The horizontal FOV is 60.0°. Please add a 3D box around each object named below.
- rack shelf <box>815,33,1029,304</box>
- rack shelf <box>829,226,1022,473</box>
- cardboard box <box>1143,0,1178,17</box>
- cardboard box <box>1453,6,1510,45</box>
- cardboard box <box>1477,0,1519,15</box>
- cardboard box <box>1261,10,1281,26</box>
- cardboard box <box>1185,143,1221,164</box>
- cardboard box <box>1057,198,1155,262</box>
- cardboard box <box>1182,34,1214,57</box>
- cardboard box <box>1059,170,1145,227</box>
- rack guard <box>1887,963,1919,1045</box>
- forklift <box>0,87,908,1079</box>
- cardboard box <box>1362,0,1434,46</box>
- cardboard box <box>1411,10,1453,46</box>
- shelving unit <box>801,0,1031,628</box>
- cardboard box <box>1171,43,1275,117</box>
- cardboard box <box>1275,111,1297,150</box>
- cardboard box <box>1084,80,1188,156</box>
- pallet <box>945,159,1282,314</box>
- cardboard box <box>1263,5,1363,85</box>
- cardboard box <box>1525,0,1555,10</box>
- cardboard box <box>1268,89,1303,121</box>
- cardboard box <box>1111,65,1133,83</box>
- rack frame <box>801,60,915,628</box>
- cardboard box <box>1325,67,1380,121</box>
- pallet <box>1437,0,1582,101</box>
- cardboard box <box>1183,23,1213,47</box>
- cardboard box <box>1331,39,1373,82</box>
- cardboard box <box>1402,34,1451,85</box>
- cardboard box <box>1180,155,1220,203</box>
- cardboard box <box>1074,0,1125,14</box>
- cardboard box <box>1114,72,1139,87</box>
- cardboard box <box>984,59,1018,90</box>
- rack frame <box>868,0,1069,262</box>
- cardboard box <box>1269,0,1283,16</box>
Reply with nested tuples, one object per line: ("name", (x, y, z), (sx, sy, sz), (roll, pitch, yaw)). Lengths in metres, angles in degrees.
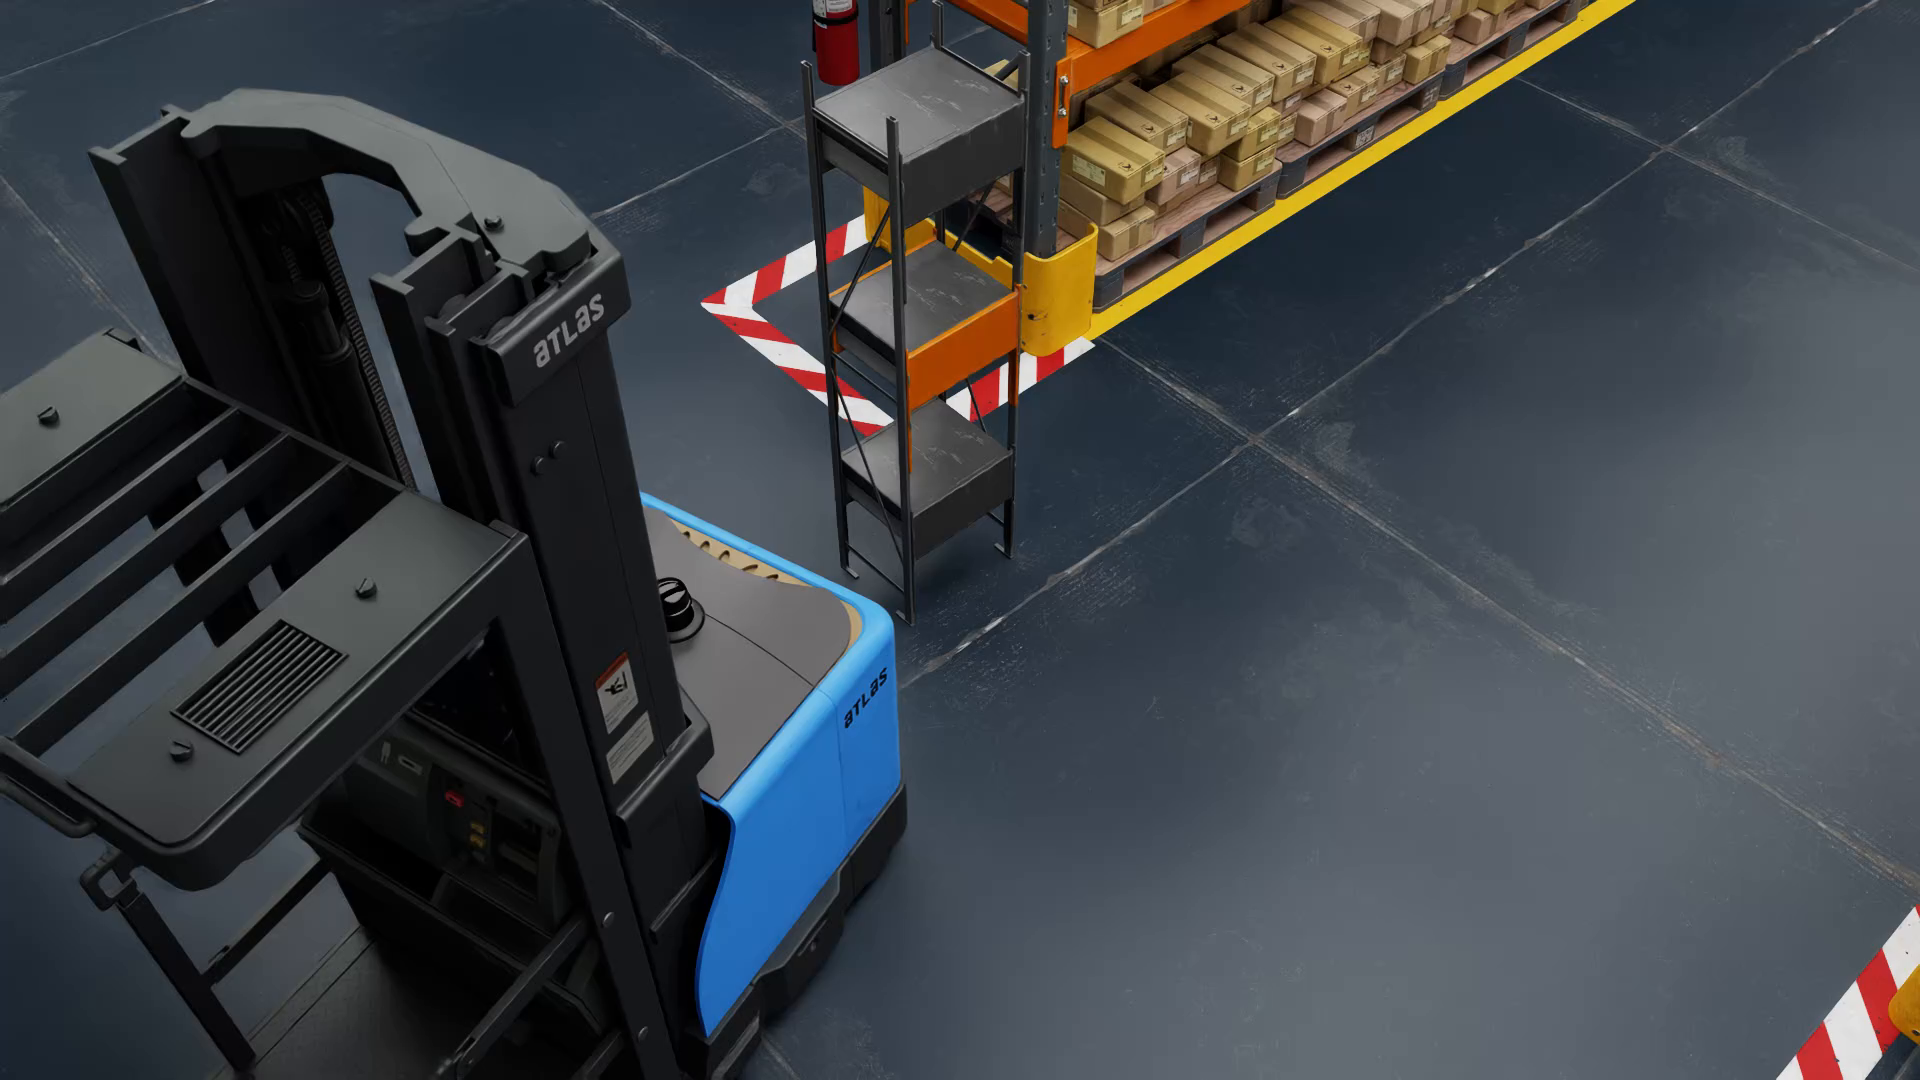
("rack shelf", (-0.122, -1.096, 4.898), (0.480, 0.518, 0.431), (-34, 56, -27))
("rack shelf", (-0.122, -0.621, 5.413), (0.480, 0.518, 0.431), (-34, 56, -27))
("cardboard box", (0.630, -2.173, 6.385), (0.250, 0.149, 0.380), (-32, 55, -26))
("cardboard box", (2.508, -2.653, 8.311), (0.250, 0.149, 0.380), (-36, 57, -28))
("cardboard box", (2.572, -2.771, 8.217), (0.250, 0.149, 0.380), (-36, 57, -28))
("cardboard box", (1.353, -2.609, 8.068), (0.250, 0.149, 0.380), (-33, 55, -27))
("cardboard box", (0.932, -1.797, 7.319), (0.250, 0.149, 0.380), (-33, 55, -27))
("cardboard box", (0.613, -1.388, 7.144), (0.250, 0.149, 0.380), (-33, 55, -26))
("cardboard box", (0.966, -2.341, 7.821), (0.250, 0.149, 0.380), (-33, 55, -27))
("cardboard box", (0.570, -1.524, 7.067), (0.250, 0.149, 0.380), (-32, 55, -26))
("rack guard", (3.254, 1.479, 4.545), (0.348, 0.500, 1.175), (-34, 56, -27))
("forklift", (-1.367, 0.672, 3.635), (1.130, 2.935, 3.031), (24, 52, 21))
("cardboard box", (1.966, -2.480, 7.747), (0.250, 0.149, 0.380), (-36, 57, -28))
("cardboard box", (2.145, -2.563, 8.026), (0.250, 0.149, 0.380), (-32, 55, -26))
("shelving unit", (-0.122, -0.630, 5.403), (0.503, 2.100, 0.431), (-34, 56, -27))
("cardboard box", (1.149, -2.004, 7.307), (0.380, 0.149, 0.250), (36, 57, 29))
("cardboard box", (1.318, -1.933, 7.647), (0.250, 0.149, 0.380), (-34, 56, -27))
("cardboard box", (0.749, -1.781, 7.102), (0.250, 0.149, 0.380), (-33, 55, -27))
("pallet", (0.691, -1.602, 7.585), (1.213, 0.211, 1.003), (-34, 56, -27))
("cardboard box", (1.586, -2.241, 7.526), (0.250, 0.149, 0.380), (-33, 55, -27))
("cardboard box", (2.908, -2.902, 8.541), (0.250, 0.149, 0.380), (-33, 55, -27))
("cardboard box", (1.327, -2.048, 7.550), (0.380, 0.149, 0.250), (36, 57, 29))
("cardboard box", (0.562, -2.195, 7.483), (0.250, 0.149, 0.380), (-35, 56, -28))
("rack frame", (-0.303, -0.510, 5.291), (0.015, 2.100, 0.400), (-34, 56, -27))
("cardboard box", (1.748, -2.160, 7.856), (0.250, 0.149, 0.380), (-34, 56, -27))
("pallet", (2.496, -2.808, 8.698), (1.213, 0.211, 1.003), (-34, 56, -27))
("cardboard box", (0.957, -2.451, 7.720), (0.250, 0.149, 0.380), (-32, 55, -26))
("cardboard box", (1.707, -2.333, 7.813), (0.250, 0.149, 0.380), (-31, 55, -26))
("cardboard box", (2.143, -2.390, 8.068), (0.250, 0.149, 0.380), (-34, 56, -27))
("cardboard box", (0.930, -1.689, 7.421), (0.250, 0.149, 0.380), (-33, 55, -27))
("cardboard box", (0.528, -2.334, 6.092), (0.500, 0.500, 0.500), (-31, 55, -26))
("cardboard box", (0.592, -2.078, 7.578), (0.250, 0.149, 0.380), (-36, 57, -28))
("cardboard box", (0.231, -1.905, 7.216), (0.250, 0.149, 0.380), (-33, 55, -27))
("rack frame", (0.010, -2.128, 6.172), (0.127, 3.000, 1.000), (-34, 56, -27))
("cardboard box", (1.402, -2.666, 7.918), (0.250, 0.149, 0.380), (-33, 56, -27))
